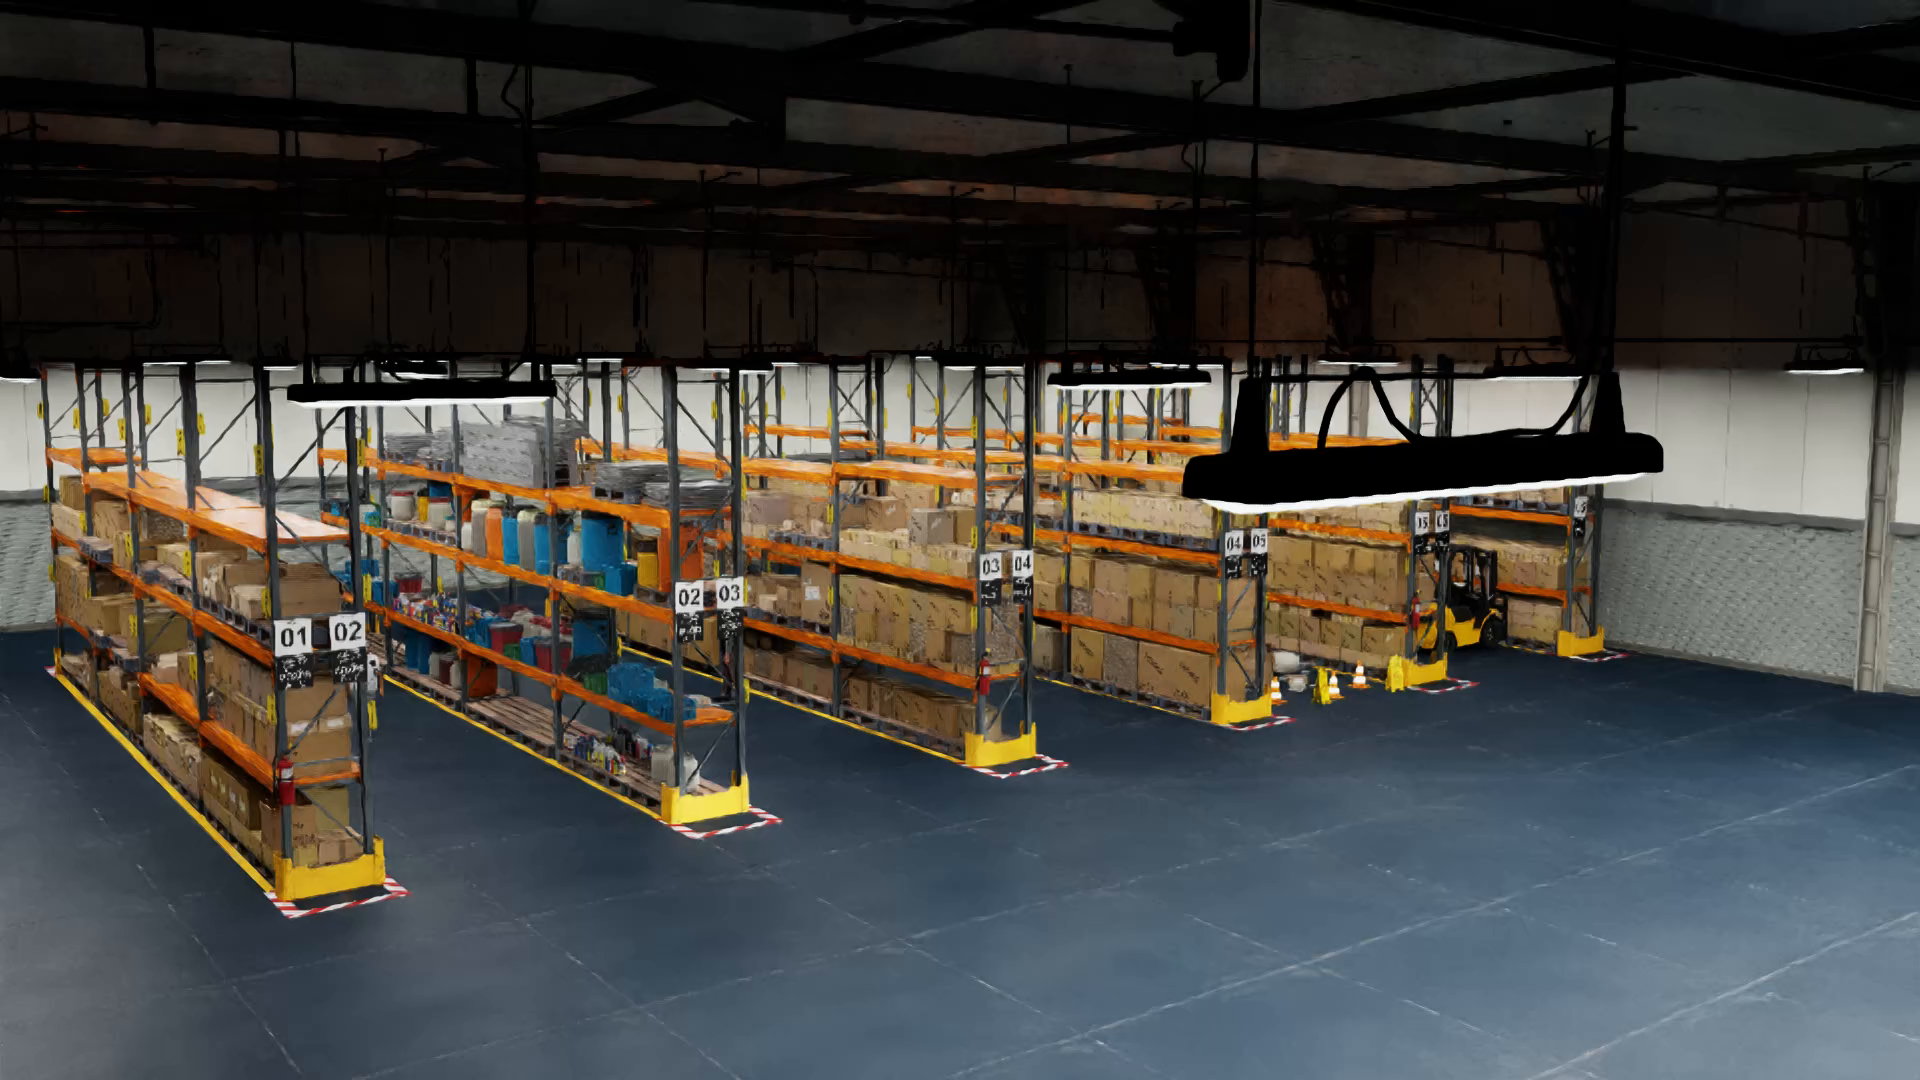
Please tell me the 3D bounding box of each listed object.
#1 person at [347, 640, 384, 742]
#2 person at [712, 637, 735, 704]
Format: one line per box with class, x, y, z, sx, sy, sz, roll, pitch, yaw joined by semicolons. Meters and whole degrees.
person;-9.441;2.362;26.429;0.493;1.606;1.001;-5;9;-37
person;-4.054;1.976;29.077;0.576;1.718;0.626;-1;7;-9
